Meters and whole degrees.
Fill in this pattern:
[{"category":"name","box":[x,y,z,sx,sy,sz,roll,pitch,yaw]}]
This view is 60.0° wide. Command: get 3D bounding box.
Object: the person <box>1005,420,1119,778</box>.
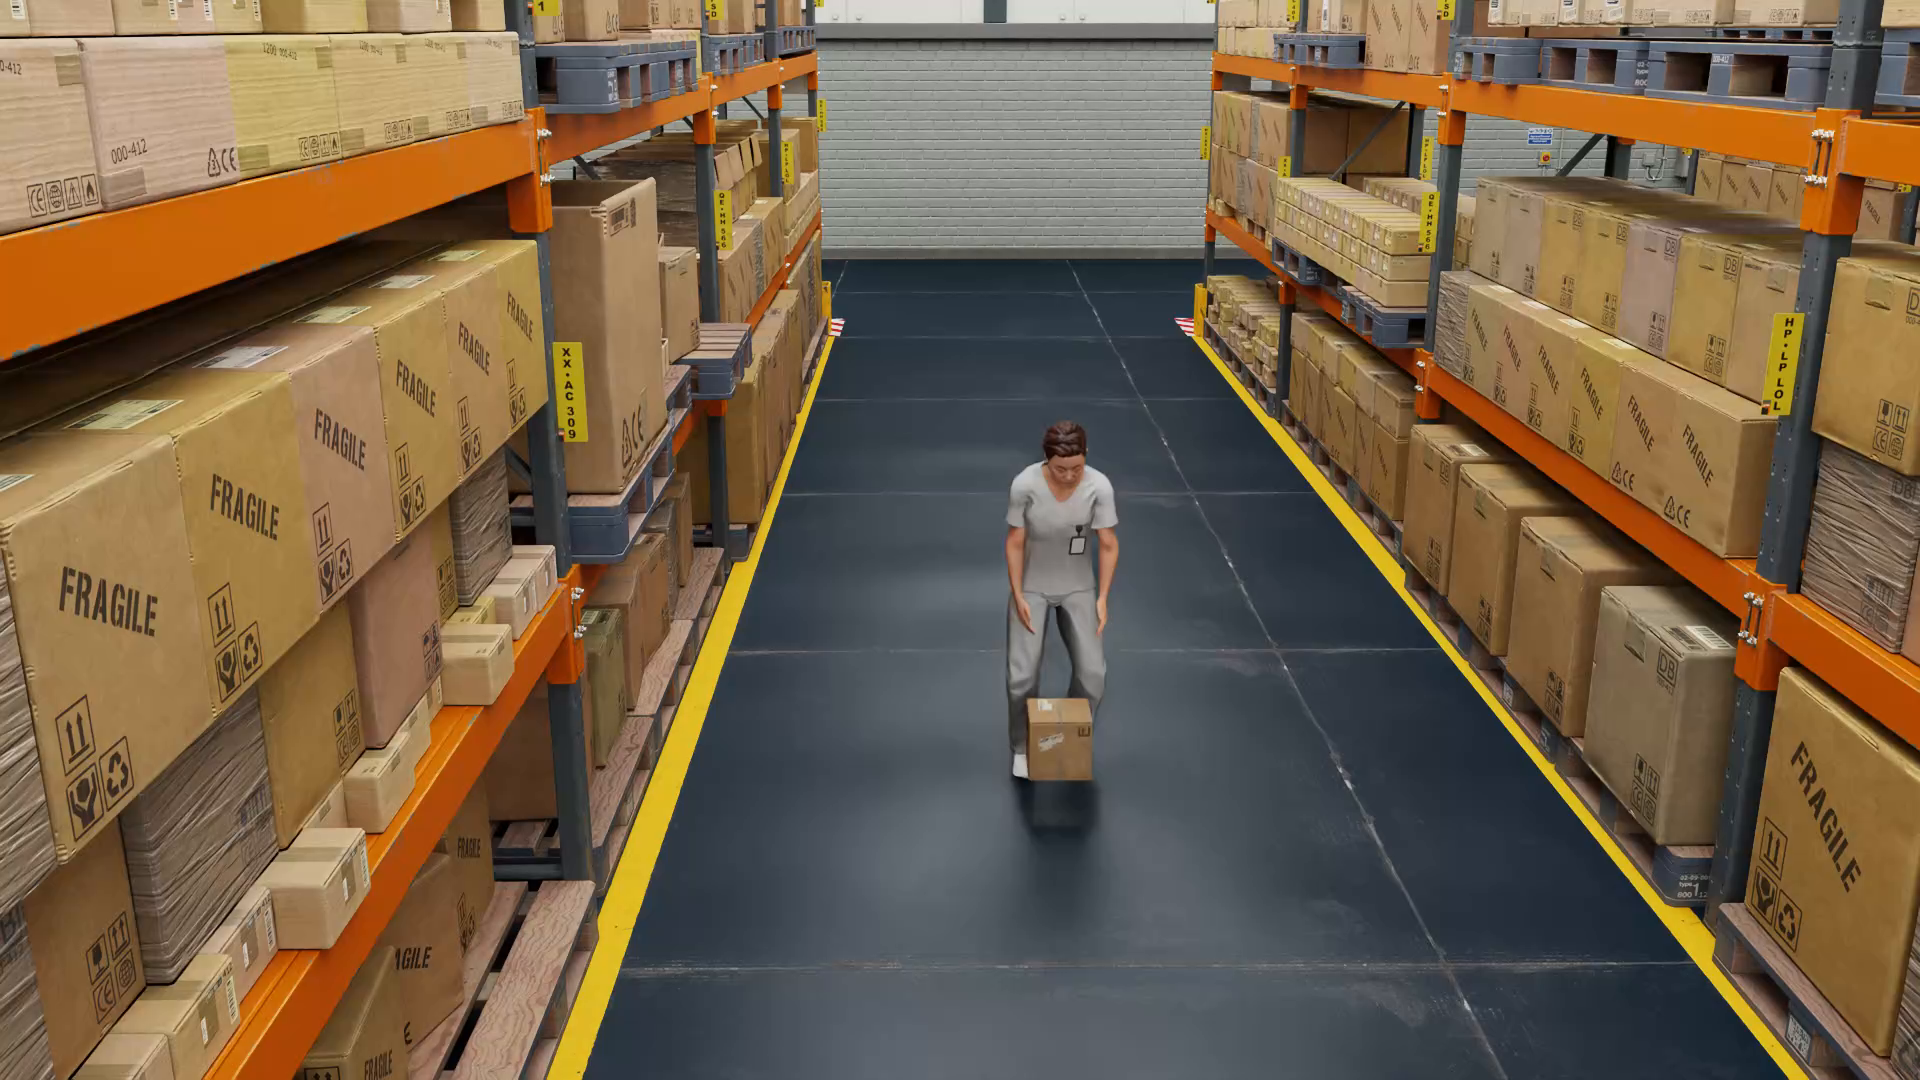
[{"category":"person","box":[0.421,0.238,6.969,0.475,1.573,0.464,0,17,0]}]
